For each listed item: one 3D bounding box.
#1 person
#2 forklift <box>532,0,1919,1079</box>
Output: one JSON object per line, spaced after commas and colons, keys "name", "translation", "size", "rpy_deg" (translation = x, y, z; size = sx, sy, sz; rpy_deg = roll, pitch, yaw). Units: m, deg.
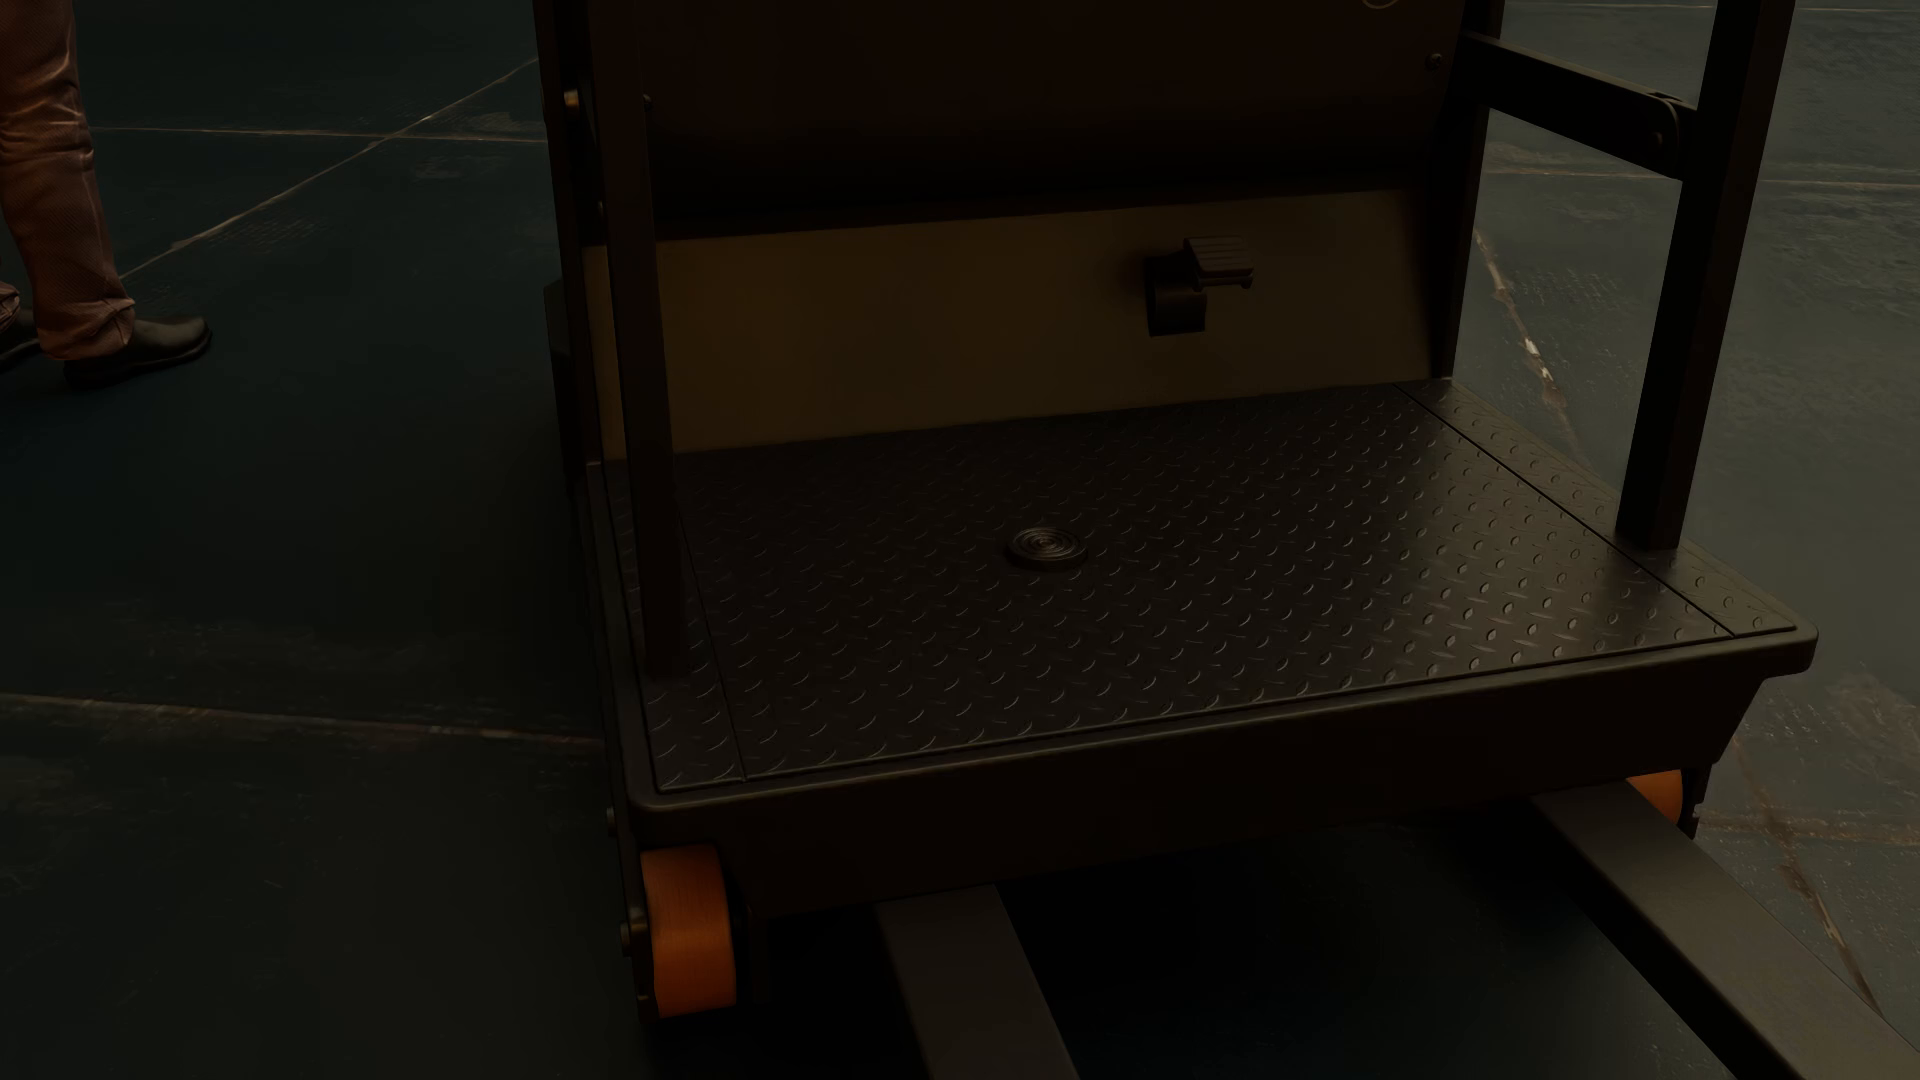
{"name": "person", "translation": [-1.737, -1.072, 2.812], "size": [0.525, 1.643, 0.369], "rpy_deg": [7, 27, 14]}
{"name": "forklift", "translation": [0.153, -1.049, 1.319], "size": [1.130, 2.935, 3.031], "rpy_deg": [-7, 27, -13]}
